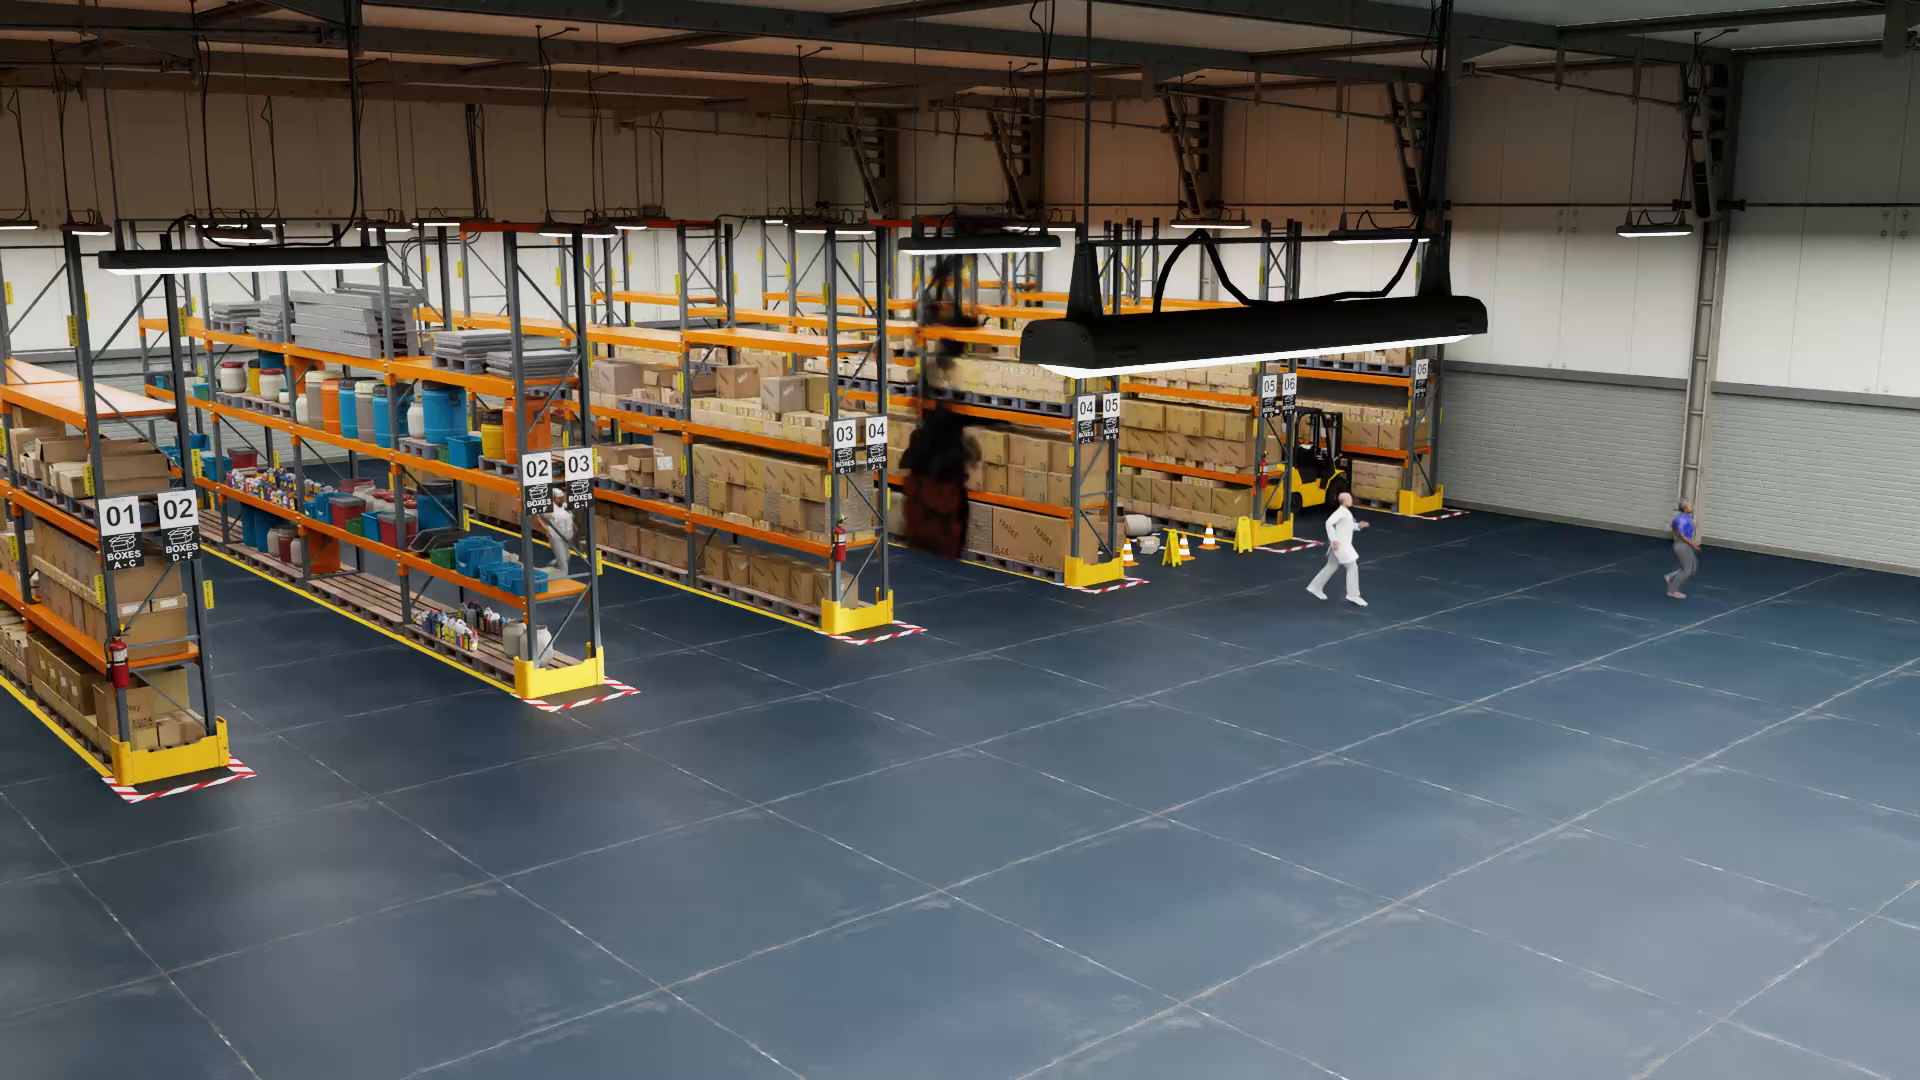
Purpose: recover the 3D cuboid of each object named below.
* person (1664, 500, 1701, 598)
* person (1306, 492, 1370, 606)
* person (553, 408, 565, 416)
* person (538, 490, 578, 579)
[{"bbox_3d":[11.820,0.140,27.128,0.483,1.616,0.583,4,12,18],"label":"person"},{"bbox_3d":[6.064,0.137,26.590,0.969,1.827,0.685,1,11,4],"label":"person"},{"bbox_3d":[-9.587,-2.454,39.674,0.681,1.722,0.888,3,12,14],"label":"person"},{"bbox_3d":[-6.712,-0.020,27.854,0.874,1.670,0.606,11,16,43],"label":"person"}]
